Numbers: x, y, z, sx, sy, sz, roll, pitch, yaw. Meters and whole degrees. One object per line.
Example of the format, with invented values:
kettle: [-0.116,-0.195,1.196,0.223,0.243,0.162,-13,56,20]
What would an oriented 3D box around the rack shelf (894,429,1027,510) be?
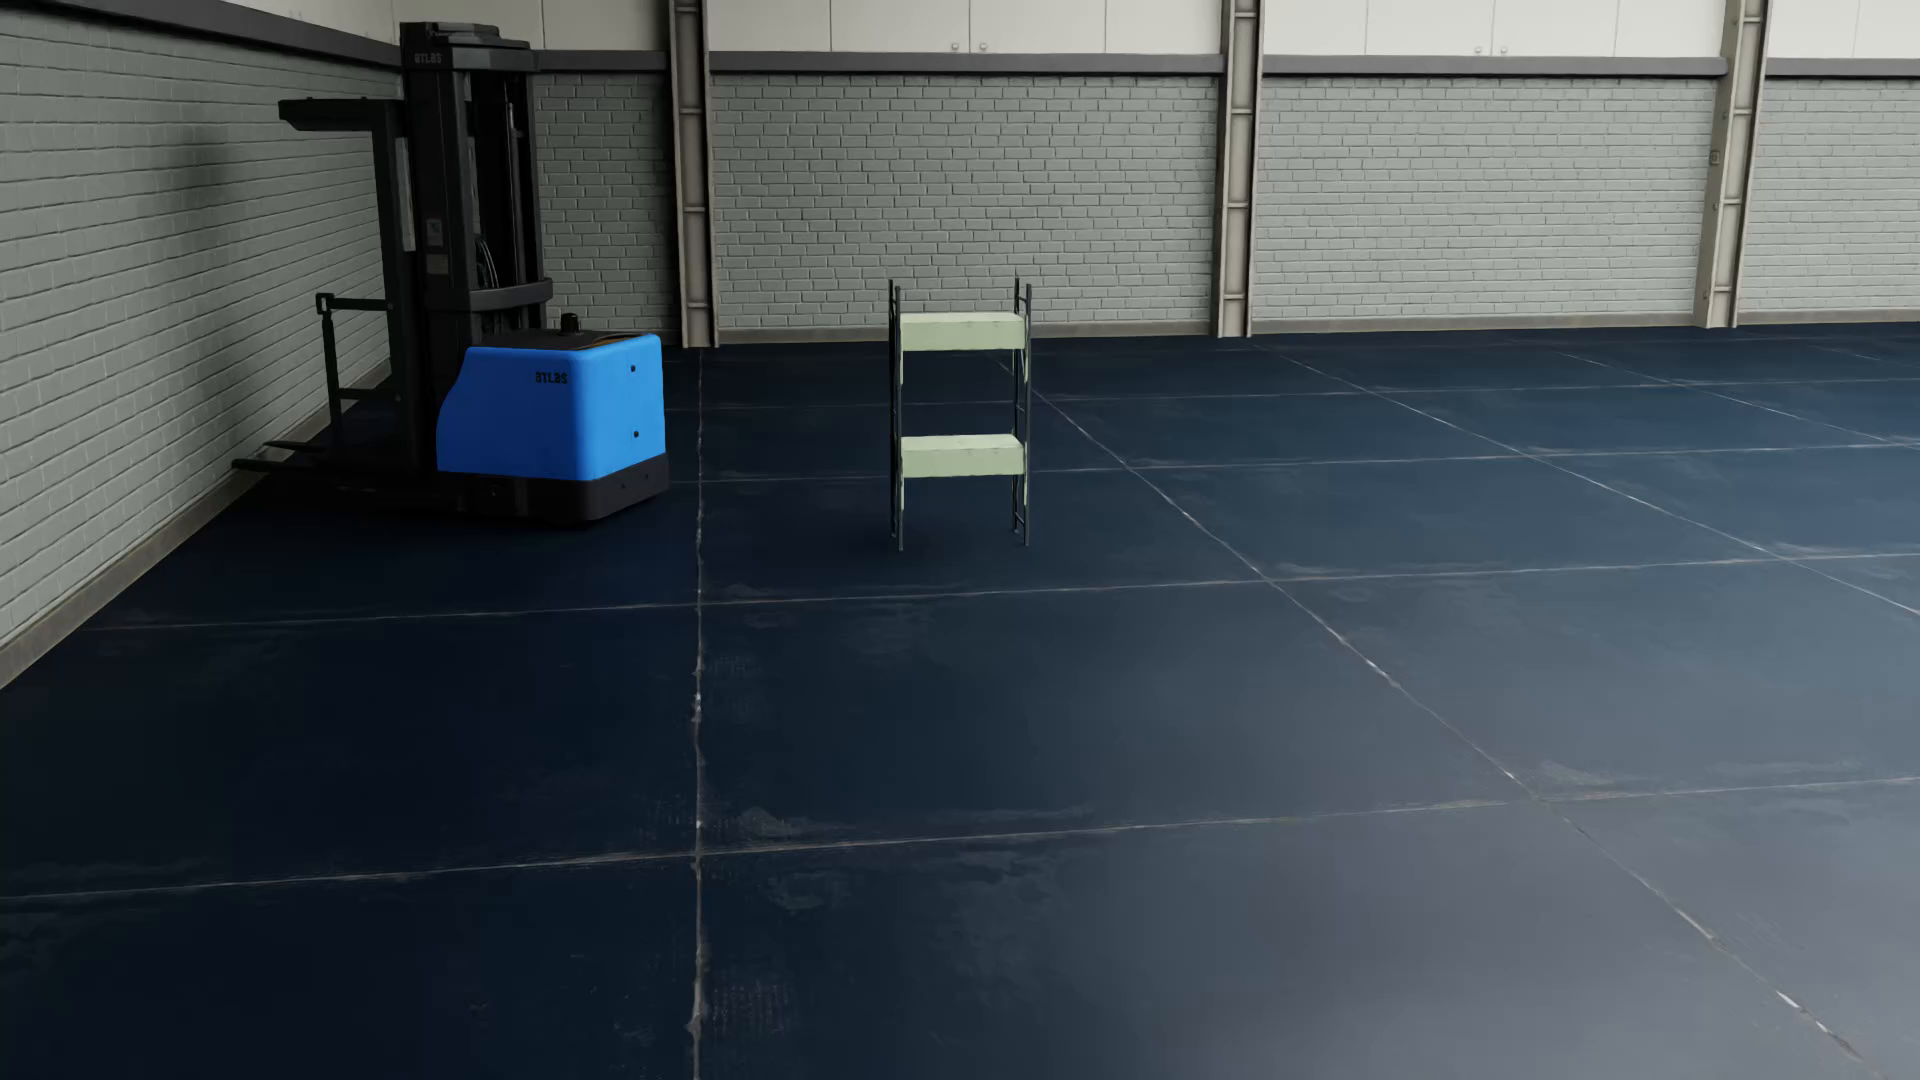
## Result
rack shelf: [-0.007,-0.411,9.618,0.720,0.370,0.431,-2,14,-8]

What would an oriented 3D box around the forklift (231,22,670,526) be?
forklift: [-3.454,-1.694,10.451,3.031,2.935,1.130,5,15,17]

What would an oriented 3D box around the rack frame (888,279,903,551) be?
rack frame: [-0.369,-0.714,9.486,0.023,1.500,0.400,-2,14,-8]

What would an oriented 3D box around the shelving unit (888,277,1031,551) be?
shelving unit: [-0.007,-0.727,9.538,0.755,1.500,0.431,-2,14,-8]

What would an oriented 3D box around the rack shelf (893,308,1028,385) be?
rack shelf: [-0.007,-1.106,9.443,0.720,0.370,0.431,-2,14,-8]

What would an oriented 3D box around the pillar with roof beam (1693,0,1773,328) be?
pillar with roof beam: [9.672,-5.887,14.698,0.400,9.000,9.100,-2,14,-8]

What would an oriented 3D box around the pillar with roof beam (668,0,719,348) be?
pillar with roof beam: [-2.194,-5.453,12.964,0.400,9.000,9.100,-2,14,-8]

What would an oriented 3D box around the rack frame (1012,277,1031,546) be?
rack frame: [0.355,-0.740,9.591,0.023,1.500,0.400,-2,14,-8]

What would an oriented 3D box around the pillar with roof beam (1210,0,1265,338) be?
pillar with roof beam: [3.739,-5.670,13.831,0.400,9.000,9.100,-2,14,-8]
